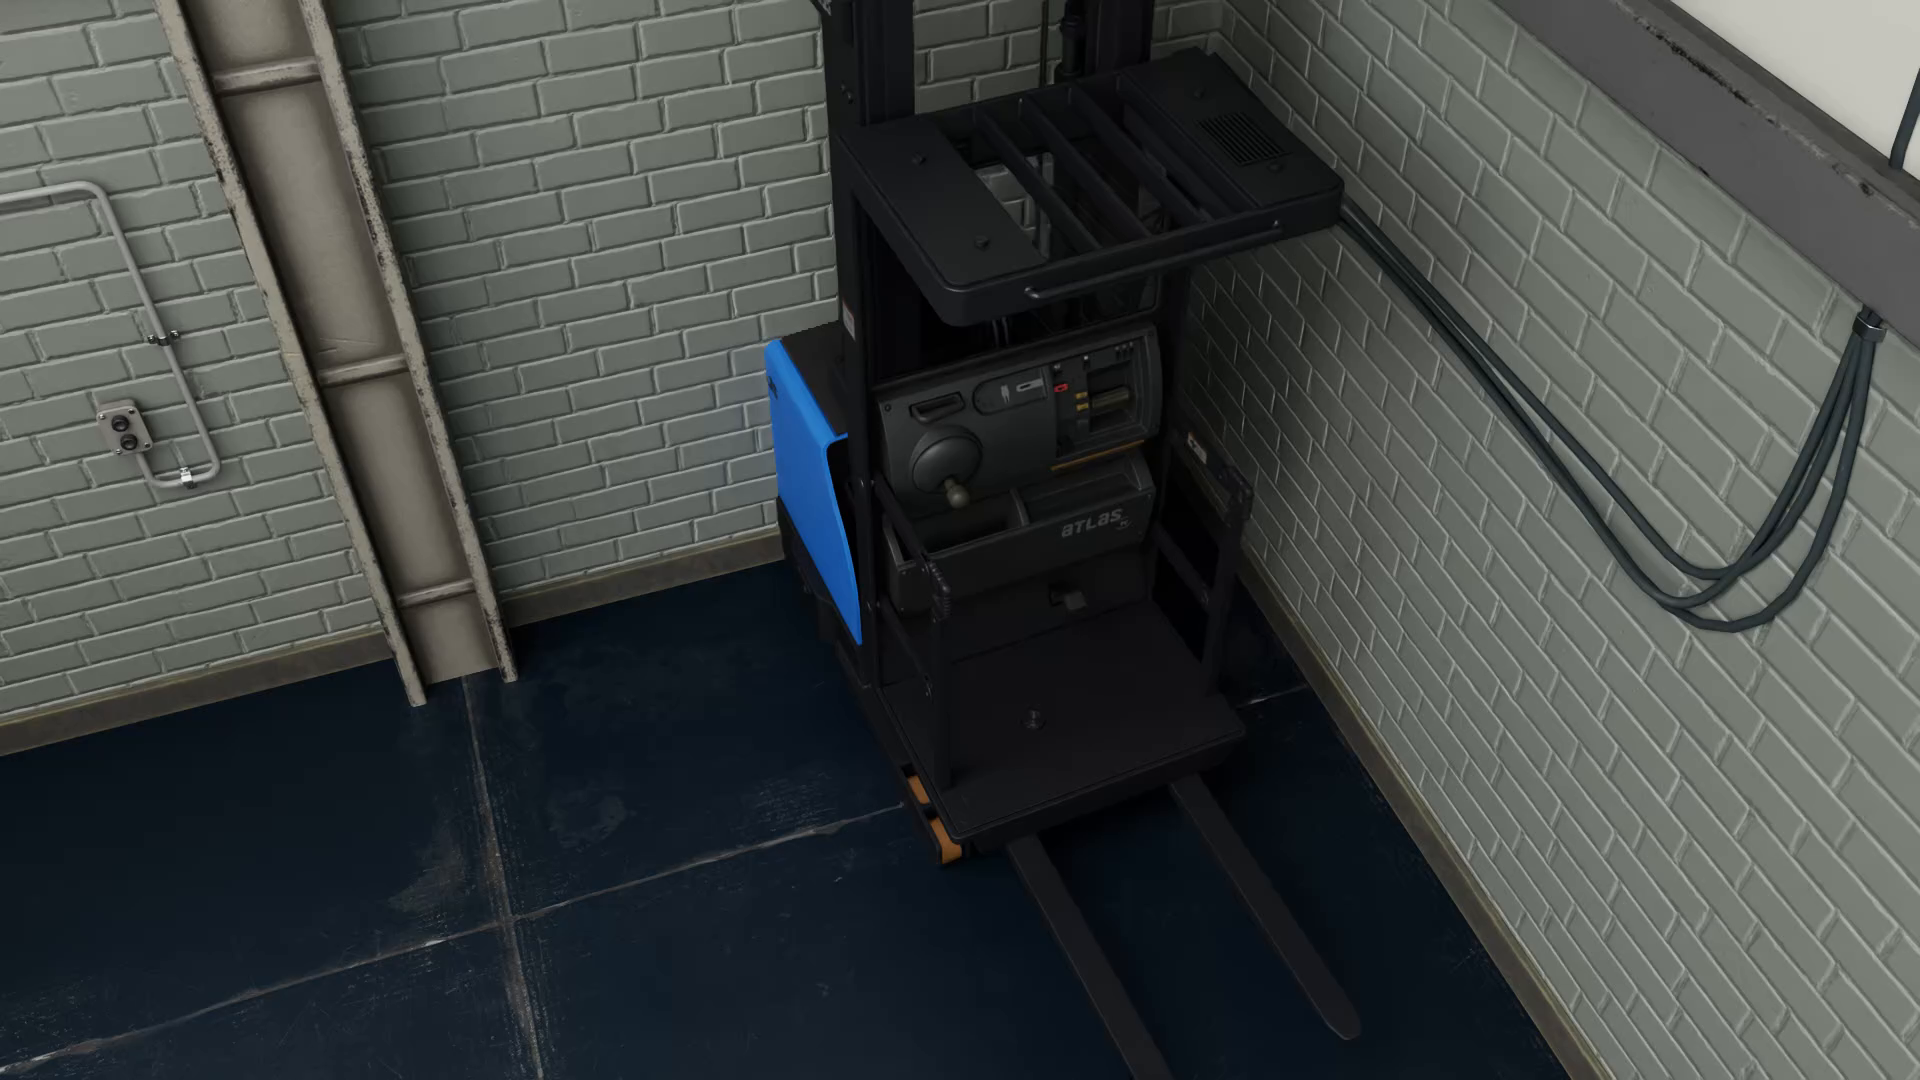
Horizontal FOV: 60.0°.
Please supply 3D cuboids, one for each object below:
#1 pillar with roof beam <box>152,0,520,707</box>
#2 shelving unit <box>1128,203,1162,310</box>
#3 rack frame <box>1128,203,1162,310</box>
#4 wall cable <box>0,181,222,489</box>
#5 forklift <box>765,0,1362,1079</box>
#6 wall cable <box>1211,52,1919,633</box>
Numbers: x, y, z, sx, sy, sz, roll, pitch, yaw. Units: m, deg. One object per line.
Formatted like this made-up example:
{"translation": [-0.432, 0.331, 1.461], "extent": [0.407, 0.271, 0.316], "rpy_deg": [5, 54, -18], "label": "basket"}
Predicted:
{"translation": [-0.427, 0.158, 0.239], "extent": [0.400, 9.000, 9.100], "rpy_deg": [-14, 47, -14], "label": "pillar with roof beam"}
{"translation": [0.079, -0.868, 6.447], "extent": [1.083, 1.500, 0.587], "rpy_deg": [30, 38, 18], "label": "shelving unit"}
{"translation": [0.491, -0.634, 6.291], "extent": [0.032, 1.500, 0.500], "rpy_deg": [30, 38, 18], "label": "rack frame"}
{"translation": [-3.251, -0.663, 4.576], "extent": [1.851, 1.984, 0.084], "rpy_deg": [-14, 47, -14], "label": "wall cable"}
{"translation": [0.287, -0.289, 4.969], "extent": [1.130, 2.935, 3.031], "rpy_deg": [-17, 48, -17], "label": "forklift"}
{"translation": [1.307, -1.510, 4.094], "extent": [0.112, 2.526, 3.097], "rpy_deg": [-14, 47, -14], "label": "wall cable"}
